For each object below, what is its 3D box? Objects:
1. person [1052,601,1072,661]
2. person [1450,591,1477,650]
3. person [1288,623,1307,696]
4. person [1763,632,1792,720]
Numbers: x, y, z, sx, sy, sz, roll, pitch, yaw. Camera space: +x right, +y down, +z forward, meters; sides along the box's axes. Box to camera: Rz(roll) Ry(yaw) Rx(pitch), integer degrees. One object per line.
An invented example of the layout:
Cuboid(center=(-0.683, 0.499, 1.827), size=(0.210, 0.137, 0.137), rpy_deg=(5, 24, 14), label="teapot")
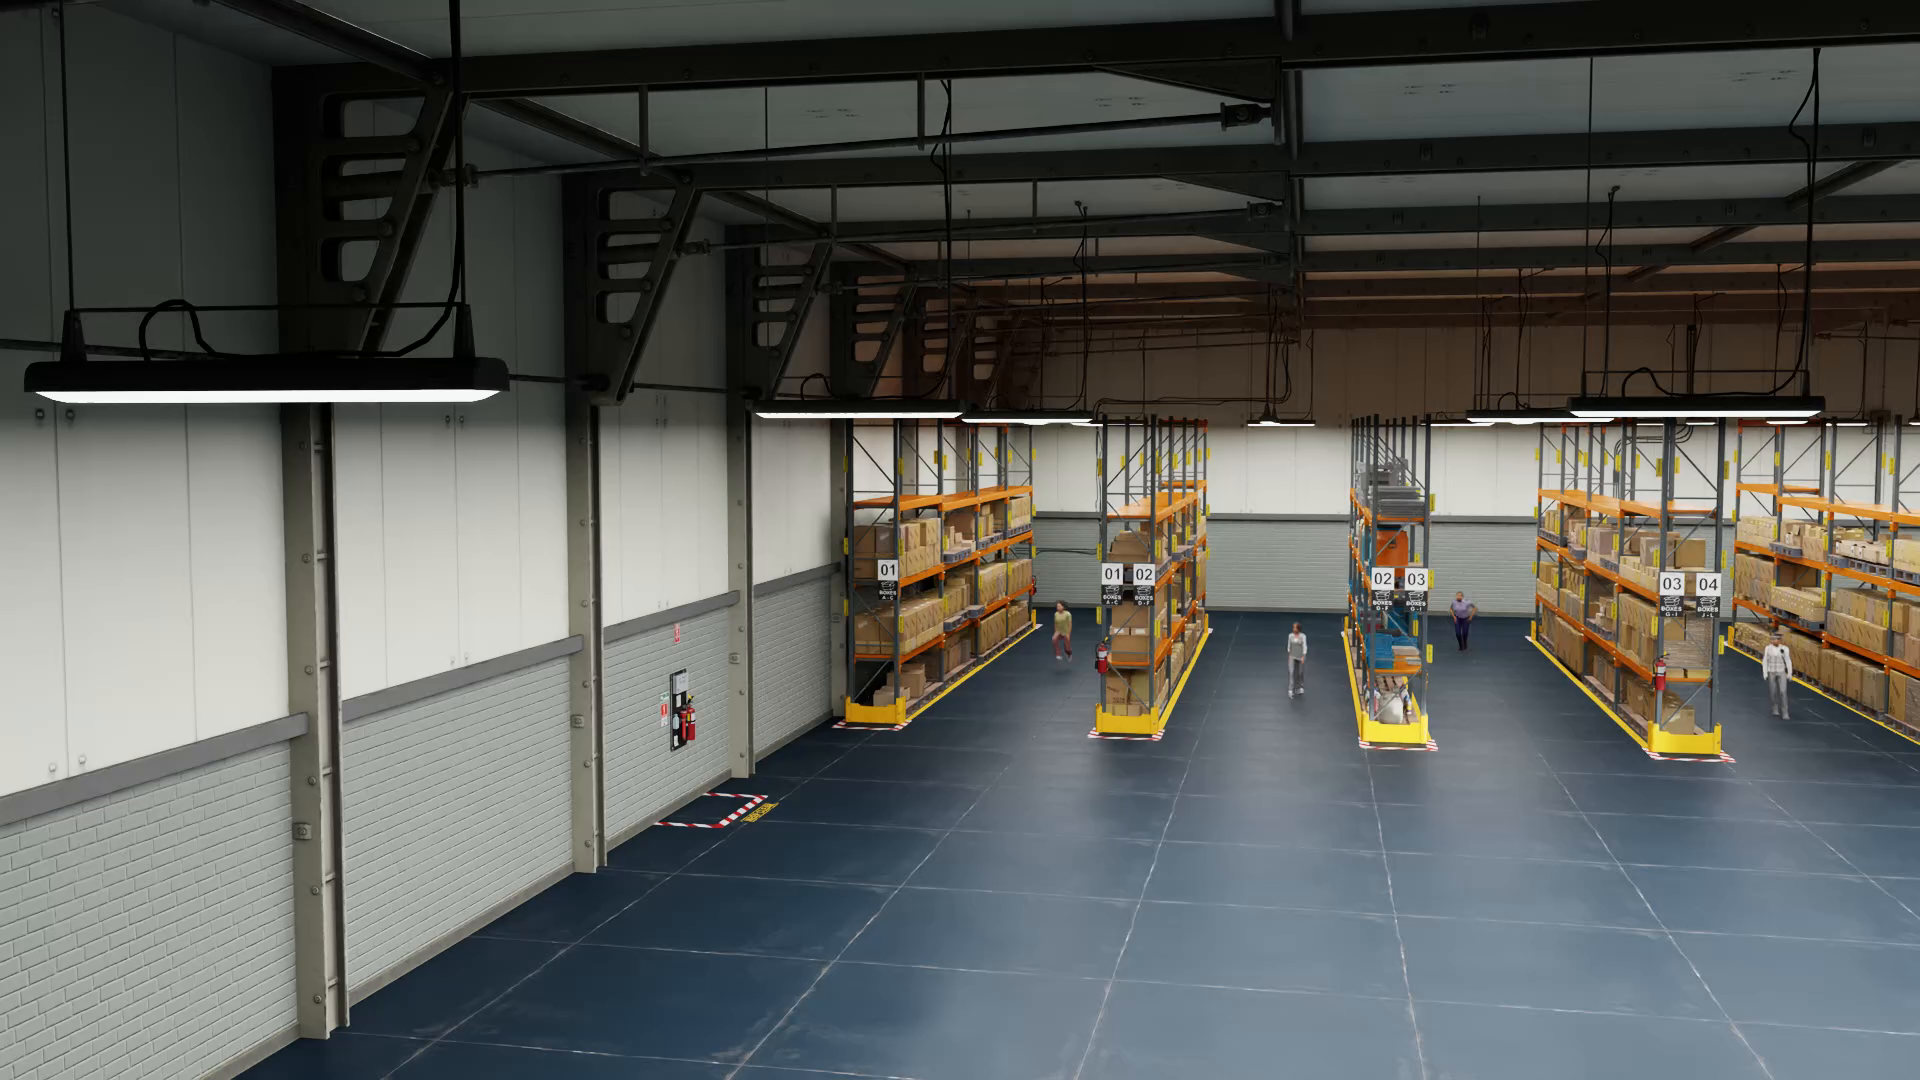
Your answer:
Cuboid(center=(2.429, 2.172, 39.415), size=(0.444, 1.478, 1.018), rpy_deg=(1, 4, 17), label="person")
Cuboid(center=(12.973, 2.087, 42.921), size=(0.621, 1.561, 0.733), rpy_deg=(2, 4, 22), label="person")
Cuboid(center=(7.220, 2.559, 35.648), size=(0.432, 1.537, 0.903), rpy_deg=(1, 4, 21), label="person")
Cuboid(center=(16.288, 2.690, 33.142), size=(0.590, 1.659, 0.622), rpy_deg=(3, 5, 38), label="person")
